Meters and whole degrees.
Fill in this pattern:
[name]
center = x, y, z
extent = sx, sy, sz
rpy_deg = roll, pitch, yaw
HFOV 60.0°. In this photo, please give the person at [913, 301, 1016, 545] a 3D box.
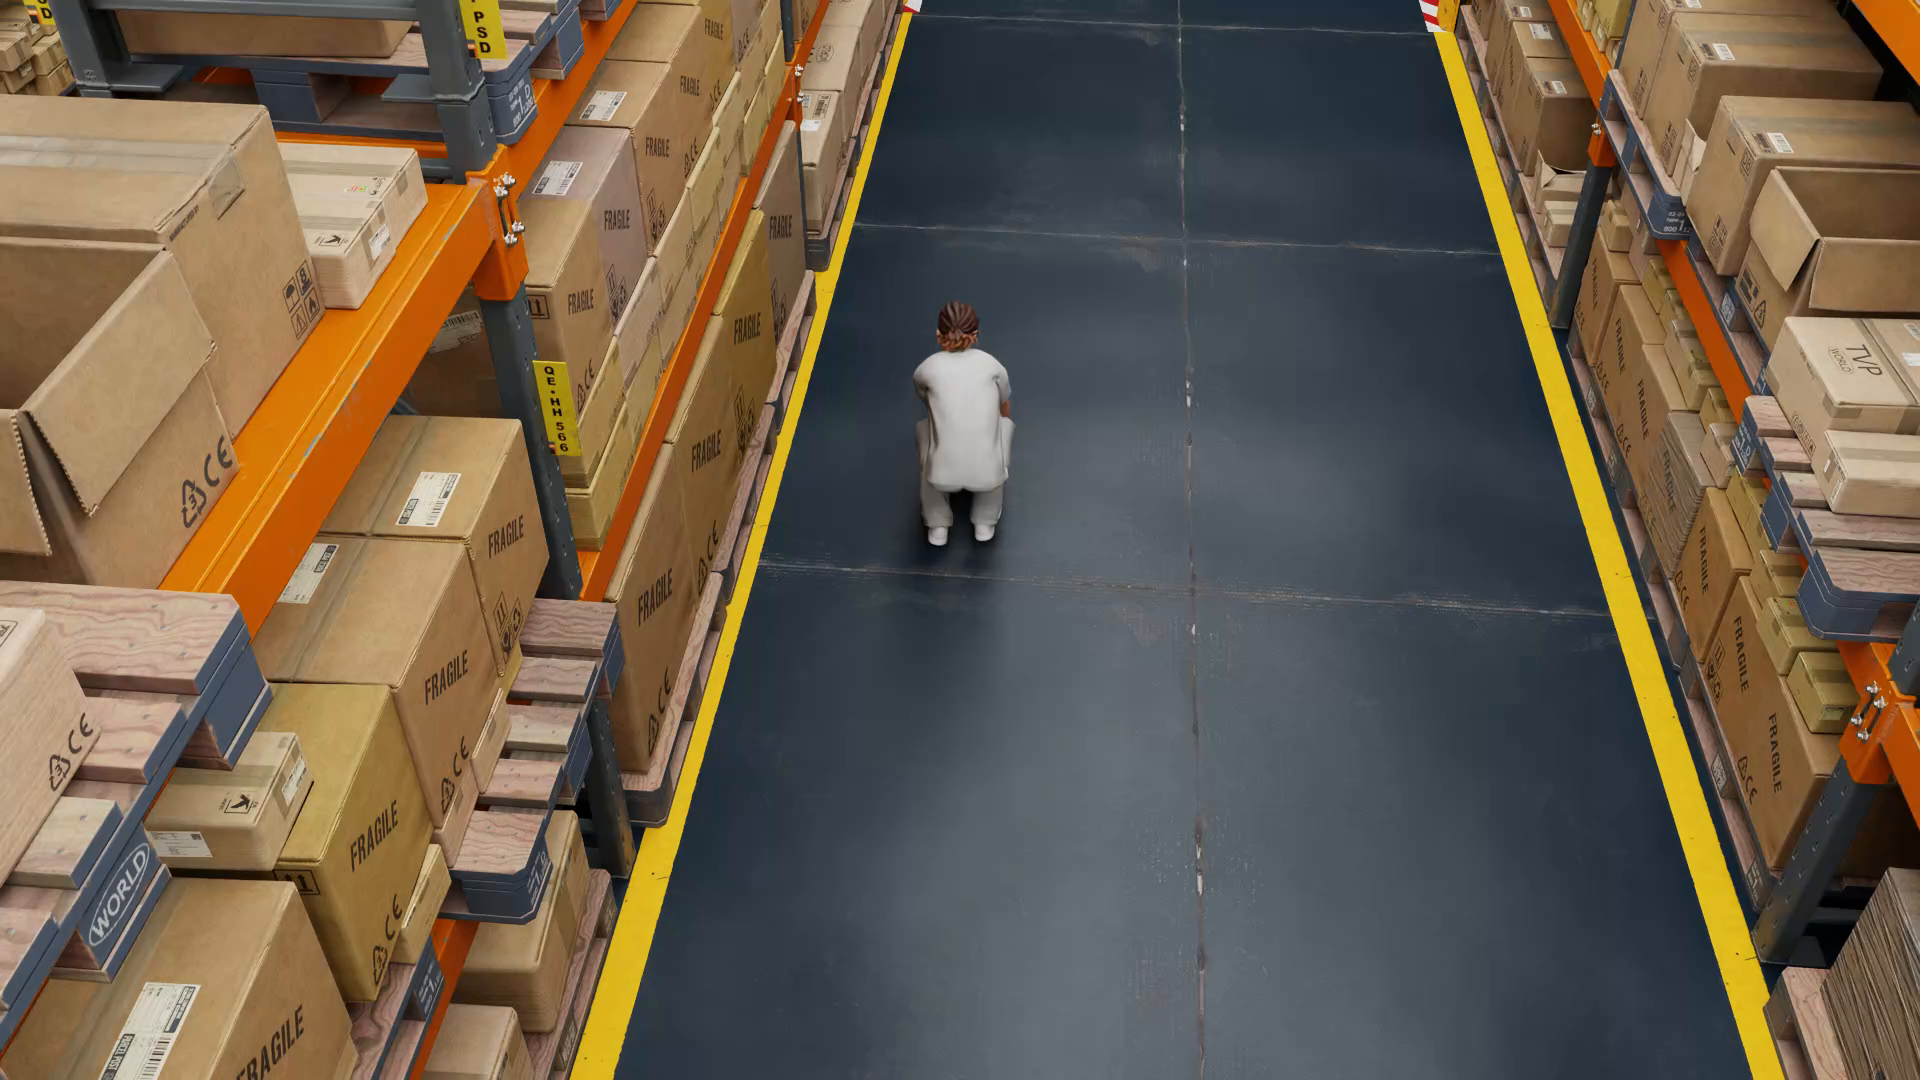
[person]
center = 0.016, -0.503, 7.320
extent = 0.455, 0.953, 0.810
rpy_deg = 2, 40, 3
